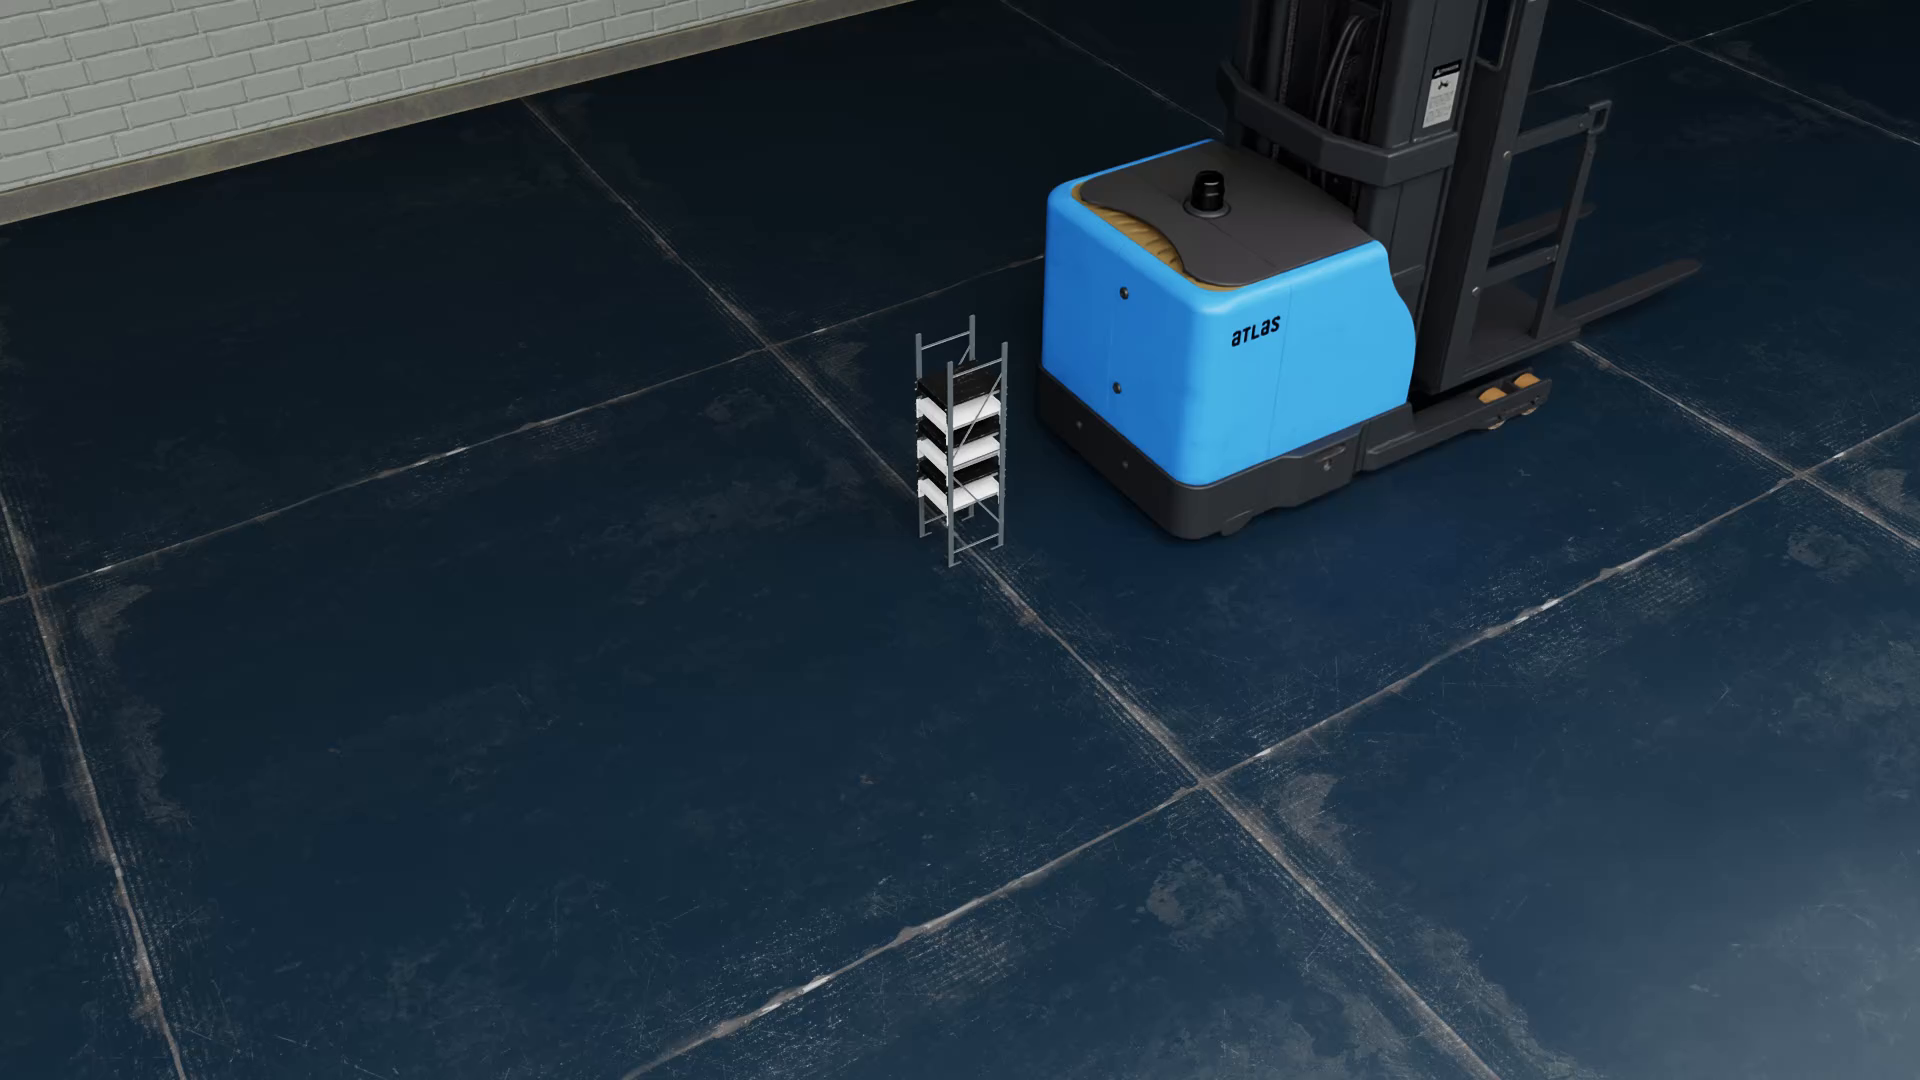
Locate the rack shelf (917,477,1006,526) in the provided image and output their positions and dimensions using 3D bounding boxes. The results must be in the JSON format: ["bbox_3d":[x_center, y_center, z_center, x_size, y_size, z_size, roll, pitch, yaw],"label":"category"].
[{"bbox_3d":[0.004,-0.177,6.093,0.258,0.077,0.200,-22,45,-24],"label":"rack shelf"}]

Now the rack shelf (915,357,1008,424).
[{"bbox_3d":[0.004,-0.523,5.805,0.258,0.077,0.200,-22,45,-24],"label":"rack shelf"}]

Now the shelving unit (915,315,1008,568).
[{"bbox_3d":[0.004,-0.341,5.957,0.258,0.900,0.210,-22,45,-24],"label":"shelving unit"}]

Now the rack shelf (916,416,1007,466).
[{"bbox_3d":[0.004,-0.385,5.920,0.258,0.077,0.200,-22,45,-24],"label":"rack shelf"}]

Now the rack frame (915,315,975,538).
[{"bbox_3d":[-0.050,-0.396,6.023,0.240,0.900,0.006,-22,45,-24],"label":"rack frame"}]

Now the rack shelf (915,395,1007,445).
[{"bbox_3d":[0.004,-0.454,5.863,0.258,0.077,0.200,-22,45,-24],"label":"rack shelf"}]

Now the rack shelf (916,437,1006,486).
[{"bbox_3d":[0.004,-0.316,5.978,0.258,0.077,0.200,-22,45,-24],"label":"rack shelf"}]

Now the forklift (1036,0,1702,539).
[{"bbox_3d":[1.831,-1.844,6.174,3.031,2.935,1.130,-22,44,-24],"label":"forklift"}]

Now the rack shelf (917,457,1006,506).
[{"bbox_3d":[0.004,-0.247,6.036,0.258,0.077,0.200,-22,45,-24],"label":"rack shelf"}]

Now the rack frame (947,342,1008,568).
[{"bbox_3d":[0.059,-0.286,5.891,0.240,0.900,0.006,-22,45,-24],"label":"rack frame"}]
